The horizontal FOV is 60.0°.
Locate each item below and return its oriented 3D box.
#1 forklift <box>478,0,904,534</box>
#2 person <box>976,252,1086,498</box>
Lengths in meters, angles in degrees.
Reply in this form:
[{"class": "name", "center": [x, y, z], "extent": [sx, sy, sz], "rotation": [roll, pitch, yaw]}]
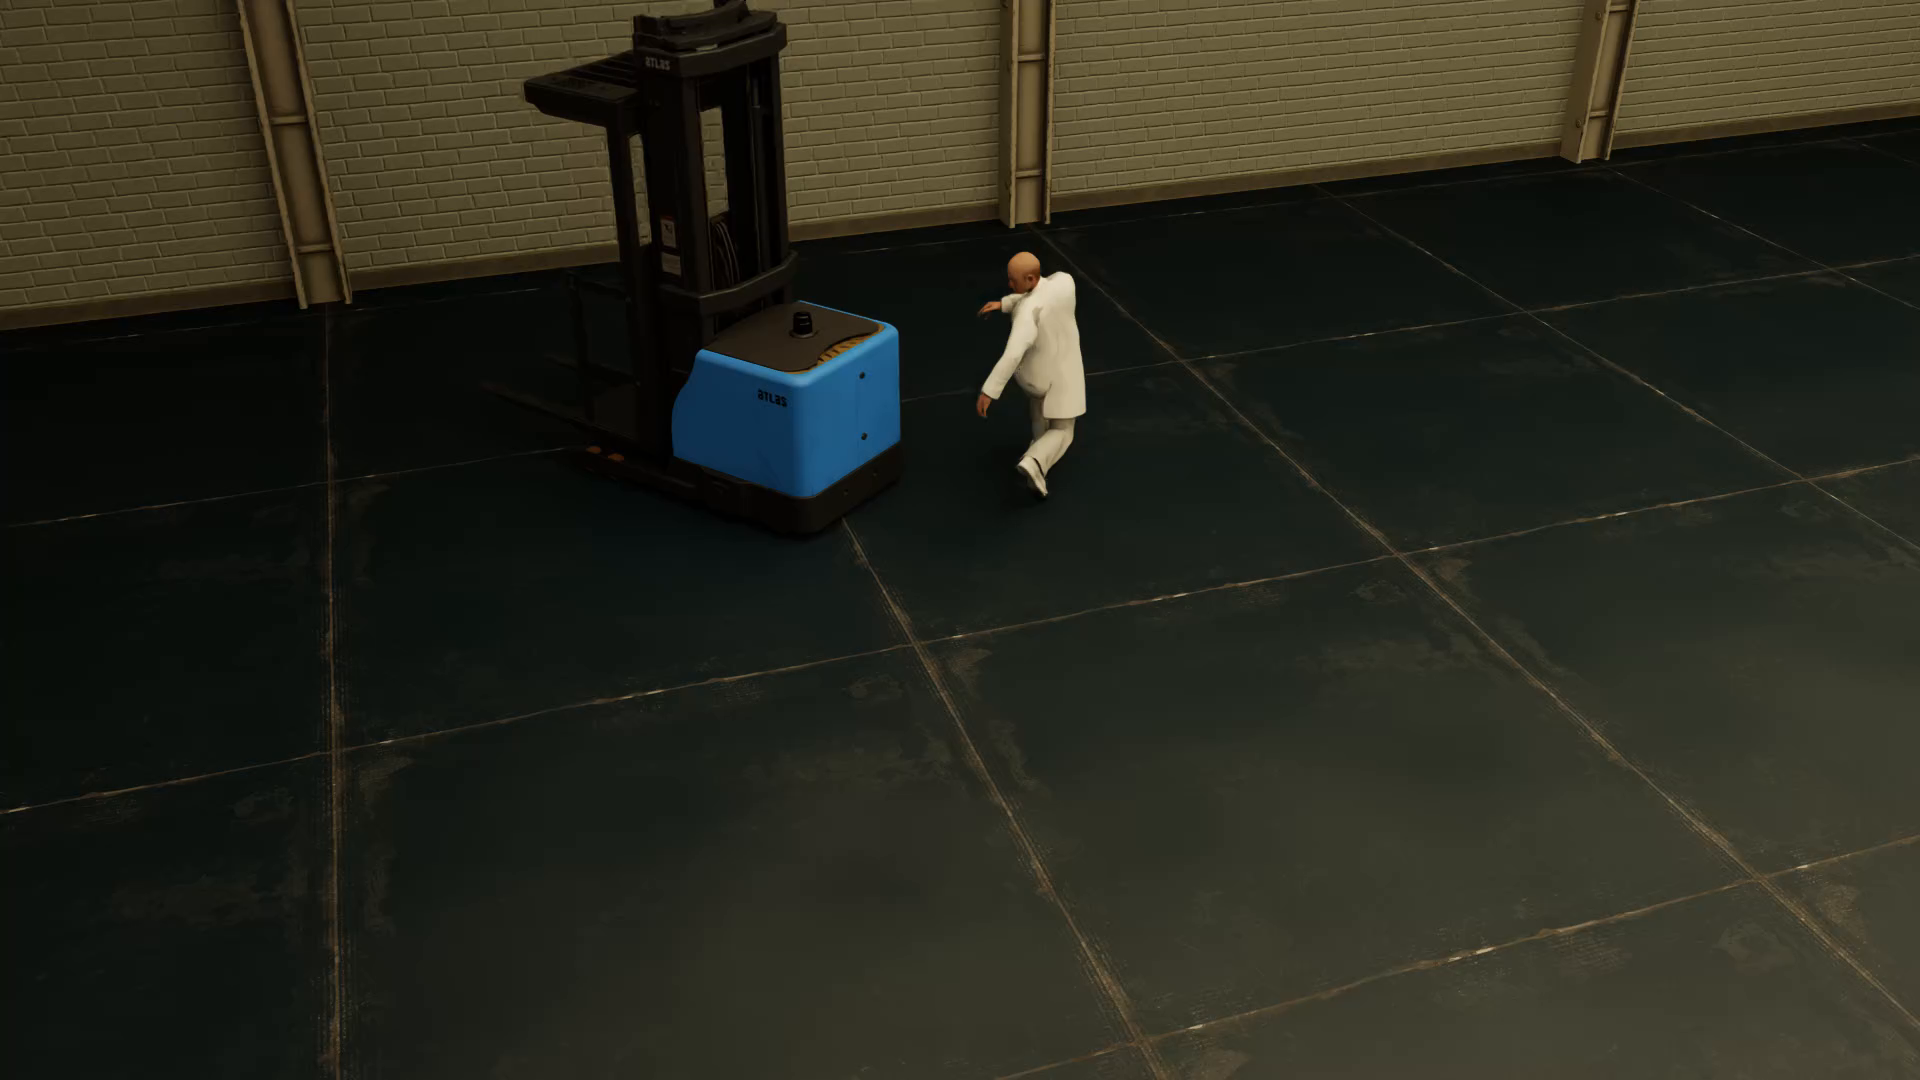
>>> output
[{"class": "forklift", "center": [-1.870, -1.859, 10.319], "extent": [3.031, 2.935, 1.130], "rotation": [18, 35, 29]}, {"class": "person", "center": [0.443, -1.059, 10.415], "extent": [0.723, 1.537, 0.973], "rotation": [-2, 30, -3]}]
